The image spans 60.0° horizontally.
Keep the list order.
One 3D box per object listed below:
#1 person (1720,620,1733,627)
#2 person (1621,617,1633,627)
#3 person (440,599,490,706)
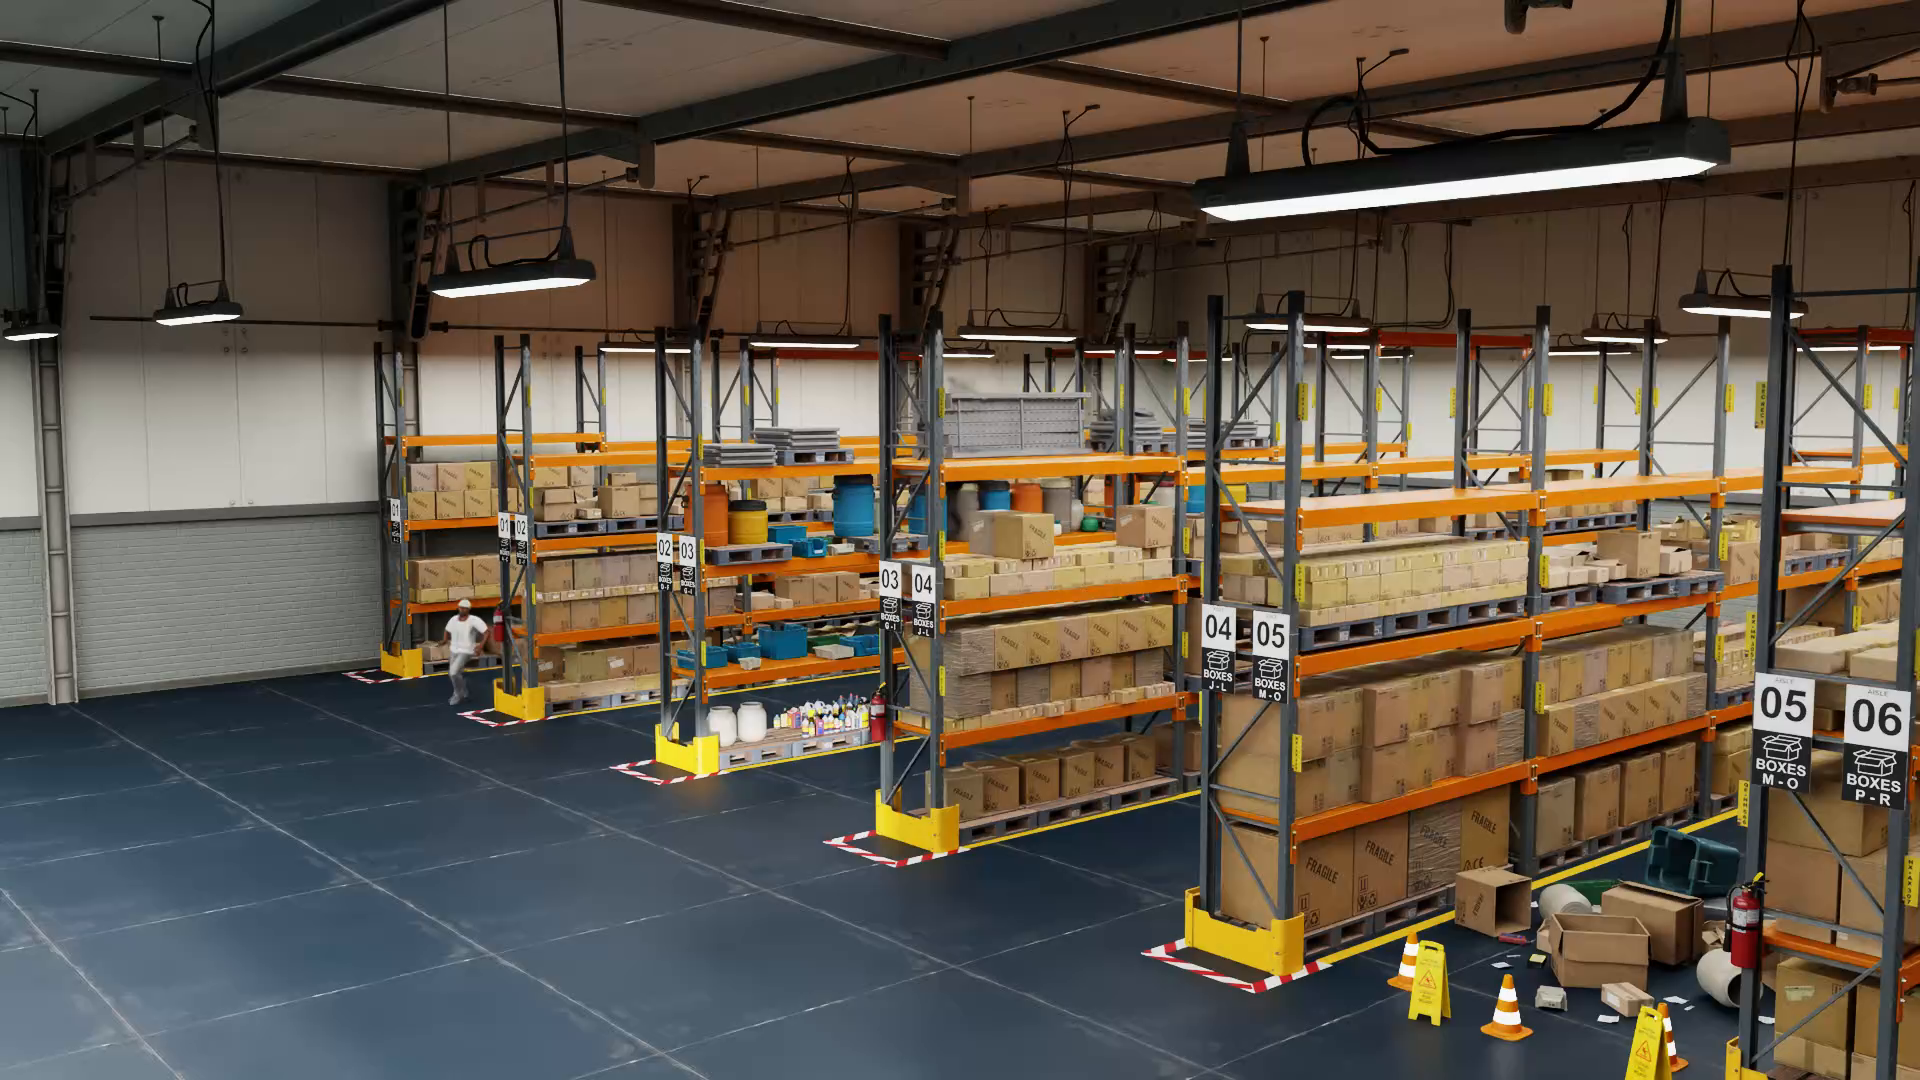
[{"bbox_3d":[11.525,2.056,24.963,0.840,1.721,0.670,-5,7,-42],"label":"person"},{"bbox_3d":[10.371,1.992,25.837,0.599,1.648,0.606,-5,7,-43],"label":"person"},{"bbox_3d":[-8.134,1.838,27.178,0.767,1.760,0.654,2,6,25],"label":"person"}]
